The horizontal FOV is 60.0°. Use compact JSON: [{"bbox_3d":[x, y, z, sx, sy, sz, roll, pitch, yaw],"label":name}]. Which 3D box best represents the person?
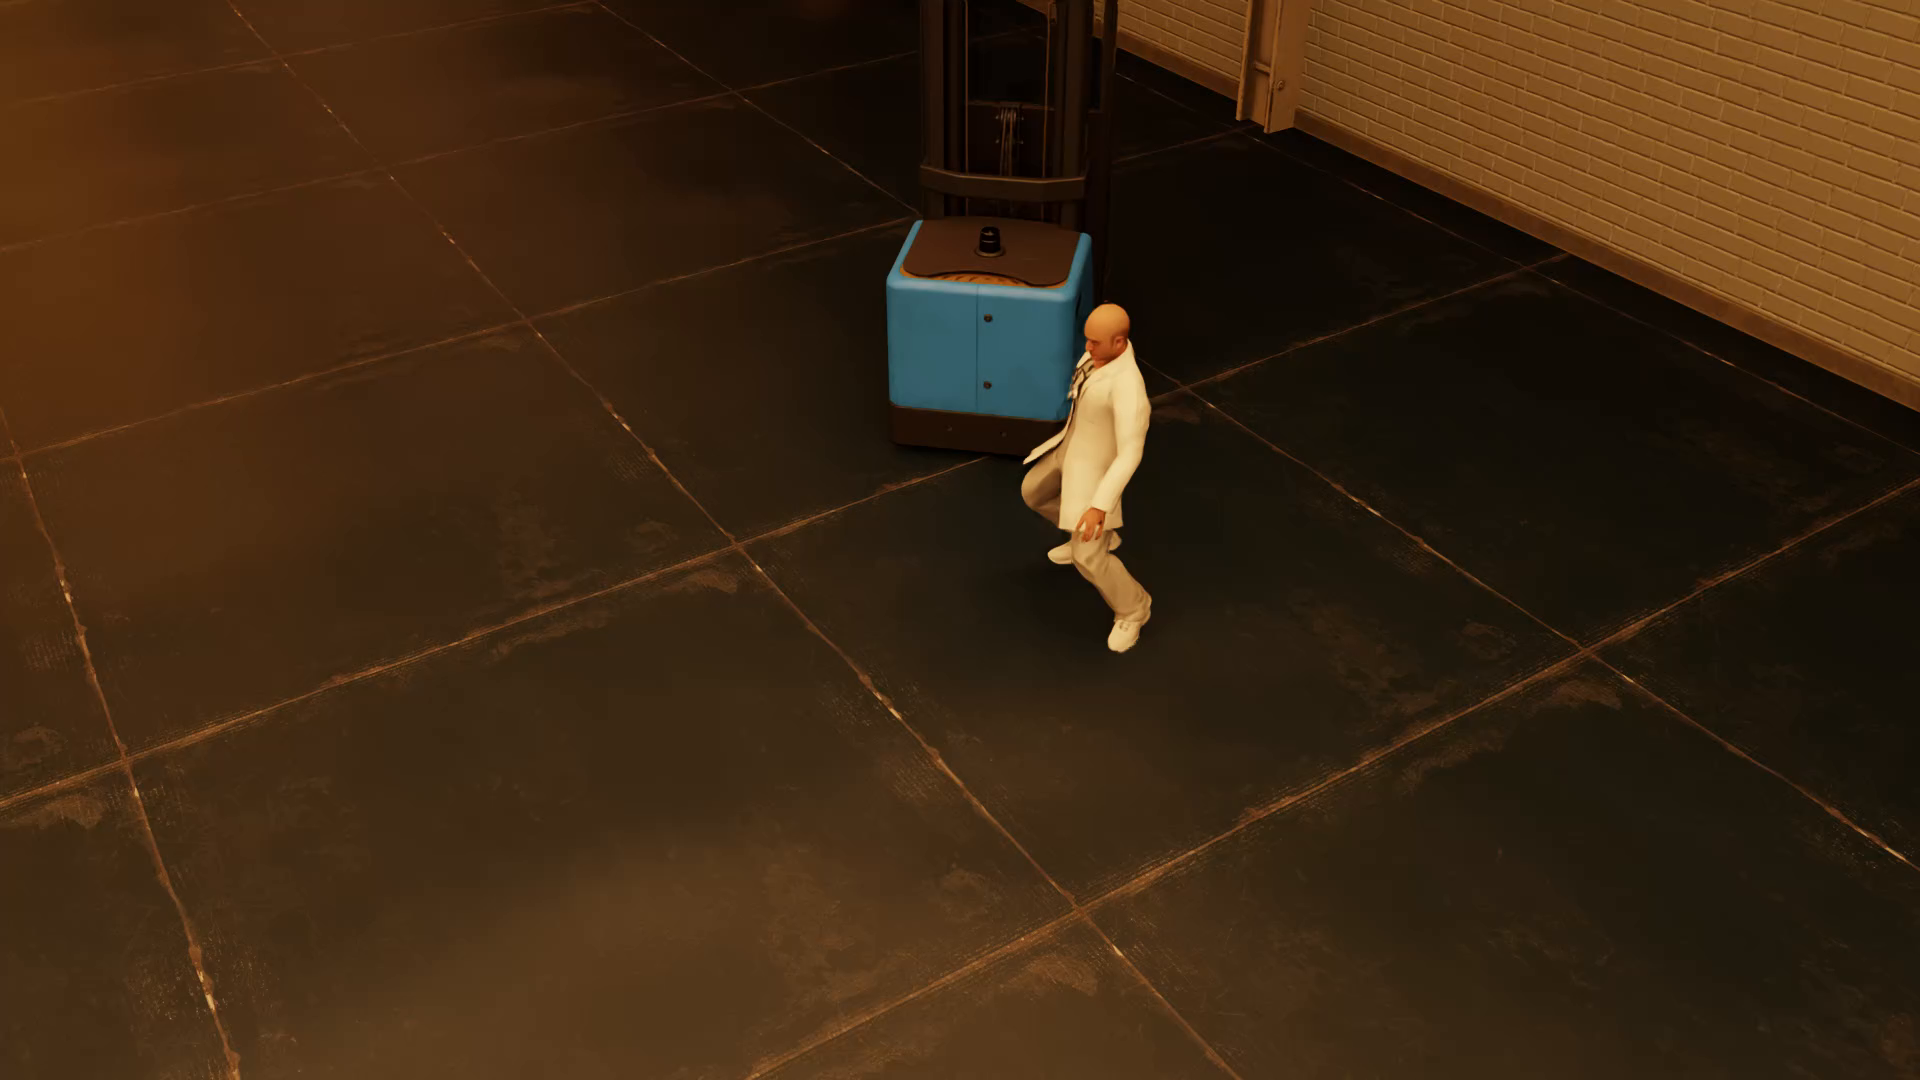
[{"bbox_3d":[0.620,-0.381,7.806,0.590,1.674,0.962,-5,35,-7],"label":"person"}]

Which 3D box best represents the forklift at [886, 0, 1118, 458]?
[{"bbox_3d":[0.364,-2.489,9.690,1.130,2.935,3.031,6,36,9],"label":"forklift"}]
